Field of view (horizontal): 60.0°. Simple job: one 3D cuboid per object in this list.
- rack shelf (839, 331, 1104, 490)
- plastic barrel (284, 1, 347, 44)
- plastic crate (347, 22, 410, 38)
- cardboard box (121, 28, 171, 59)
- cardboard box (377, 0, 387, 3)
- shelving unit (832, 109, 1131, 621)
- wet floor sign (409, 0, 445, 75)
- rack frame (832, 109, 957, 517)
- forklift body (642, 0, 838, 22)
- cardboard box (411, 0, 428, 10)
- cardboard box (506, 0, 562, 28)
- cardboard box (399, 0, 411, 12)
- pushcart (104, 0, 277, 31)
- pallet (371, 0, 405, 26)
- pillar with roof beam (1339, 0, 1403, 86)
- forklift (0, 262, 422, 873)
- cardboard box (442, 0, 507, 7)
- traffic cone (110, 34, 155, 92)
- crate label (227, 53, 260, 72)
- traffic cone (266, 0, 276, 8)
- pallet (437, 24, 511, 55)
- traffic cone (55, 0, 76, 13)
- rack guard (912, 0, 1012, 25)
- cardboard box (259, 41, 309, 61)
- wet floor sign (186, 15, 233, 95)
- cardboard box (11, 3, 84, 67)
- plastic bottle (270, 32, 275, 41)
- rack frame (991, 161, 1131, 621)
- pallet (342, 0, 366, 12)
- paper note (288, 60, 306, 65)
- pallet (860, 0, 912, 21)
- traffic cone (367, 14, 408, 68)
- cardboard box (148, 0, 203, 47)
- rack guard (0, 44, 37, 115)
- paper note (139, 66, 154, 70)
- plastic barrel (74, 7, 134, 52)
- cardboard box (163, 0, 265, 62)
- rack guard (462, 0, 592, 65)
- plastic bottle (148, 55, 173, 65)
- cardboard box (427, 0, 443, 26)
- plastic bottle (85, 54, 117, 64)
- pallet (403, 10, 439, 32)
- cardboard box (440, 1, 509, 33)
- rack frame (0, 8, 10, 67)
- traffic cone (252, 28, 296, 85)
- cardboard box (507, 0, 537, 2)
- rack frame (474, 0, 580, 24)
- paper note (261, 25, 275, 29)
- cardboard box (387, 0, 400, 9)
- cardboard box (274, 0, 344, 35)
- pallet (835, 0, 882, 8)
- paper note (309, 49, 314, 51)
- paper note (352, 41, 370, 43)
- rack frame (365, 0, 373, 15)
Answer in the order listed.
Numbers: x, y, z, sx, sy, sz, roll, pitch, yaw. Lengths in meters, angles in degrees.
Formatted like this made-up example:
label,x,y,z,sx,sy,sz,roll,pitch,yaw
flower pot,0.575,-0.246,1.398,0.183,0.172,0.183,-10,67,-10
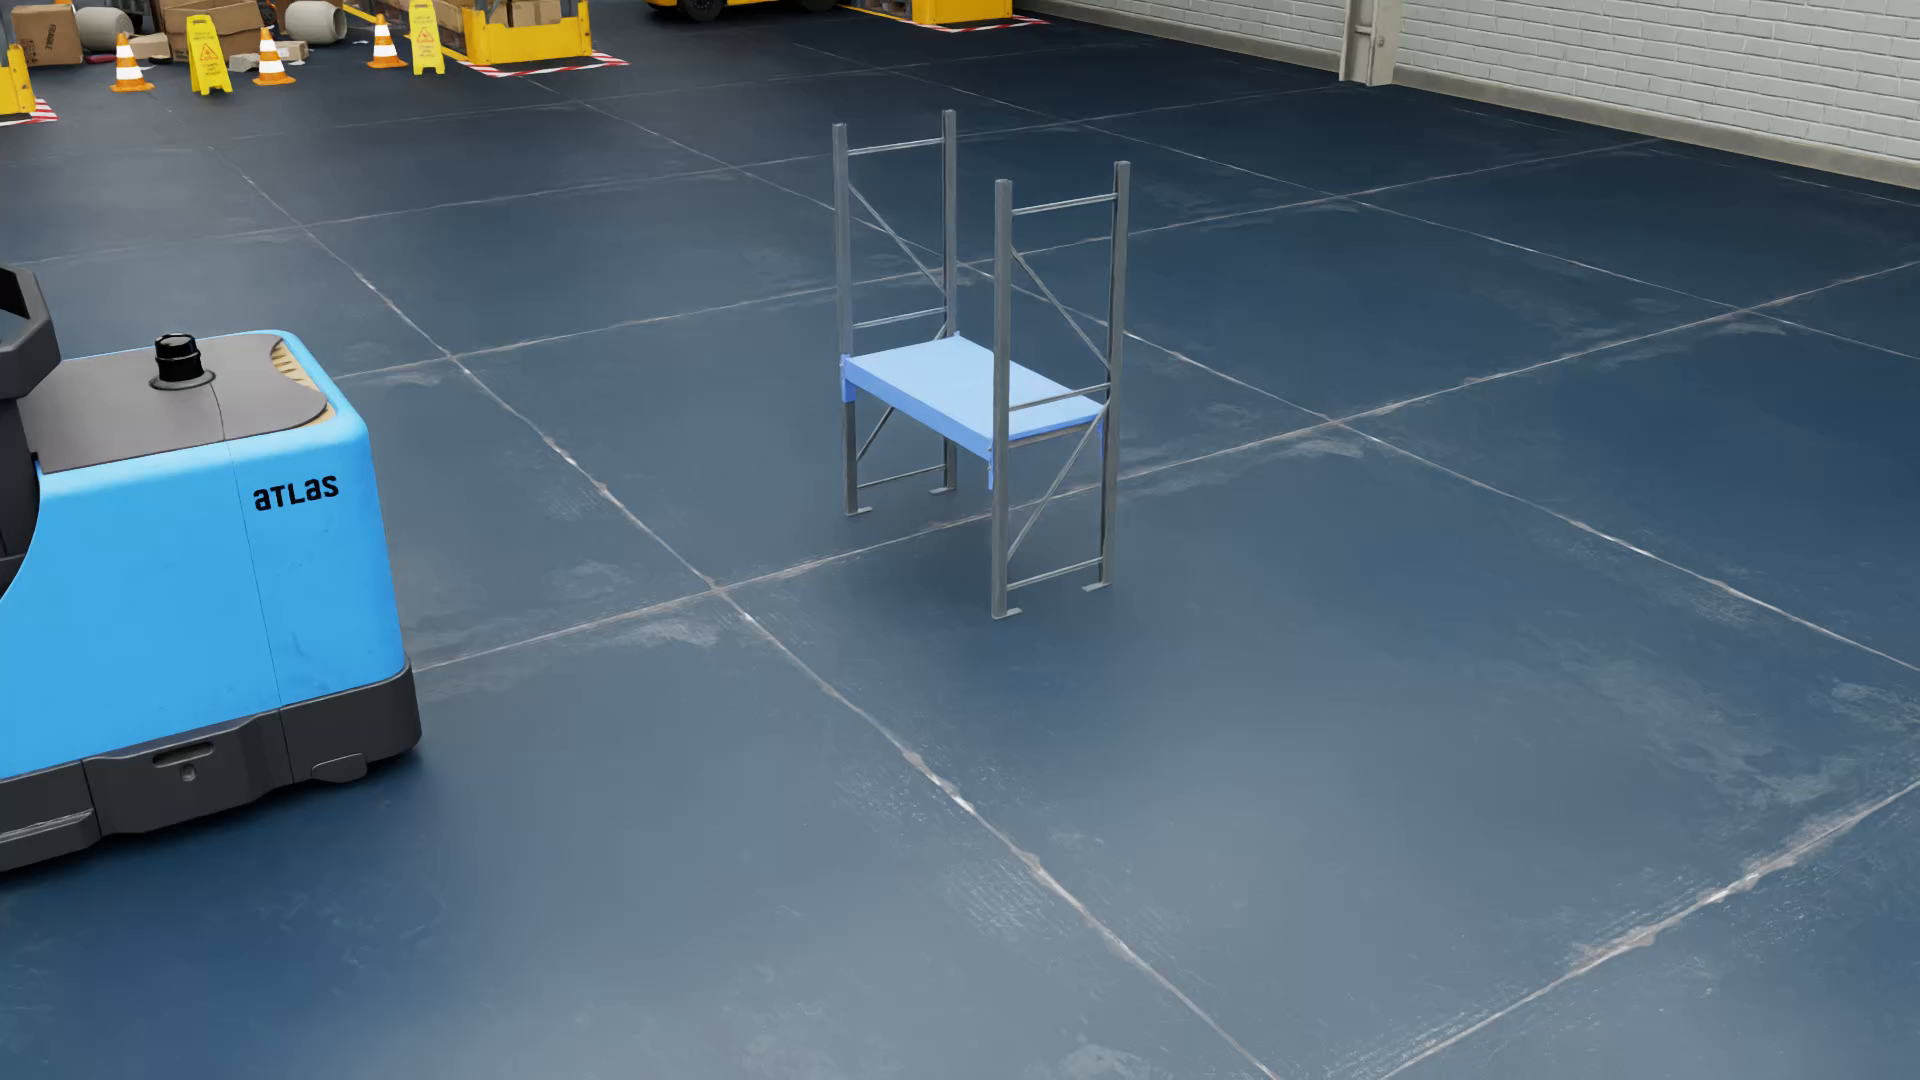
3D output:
label,x,y,z,sx,sy,sz,roll,pitch,yaw
rack shelf,0.047,-0.485,5.942,0.538,0.185,1.000,-16,29,-30
plastic barrel,-6.534,-5.249,16.872,0.512,0.421,0.421,3,25,6
plastic crate,-6.152,-5.386,17.564,0.583,0.080,0.402,18,31,33
cardboard box,-7.933,-4.847,16.206,0.396,0.266,0.258,-10,27,-21
cardboard box,-6.226,-6.131,18.453,0.500,0.250,0.500,-17,30,-32
shelving unit,0.047,-0.648,5.865,0.538,1.500,1.048,-16,29,-30
wet floor sign,-4.931,-4.646,15.335,0.267,0.644,0.232,-6,26,-12
rack frame,-0.231,-0.830,6.250,0.500,1.500,0.032,-16,29,-30
forklift body,-2.545,-7.055,18.675,2.313,2.155,1.214,-16,29,-30
cardboard box,-5.371,-5.574,17.272,0.500,0.250,0.500,-17,30,-31
cardboard box,-4.347,-5.327,16.750,0.500,0.250,0.500,-16,30,-30
cardboard box,-5.633,-5.754,17.653,0.500,0.250,0.500,-16,30,-30
pushcart,-8.205,-5.723,17.932,0.936,0.377,1.648,18,31,33
pallet,-5.926,-5.965,18.639,1.003,0.211,1.213,-16,29,-30
pillar with roof beam,0.062,-7.208,10.979,9.100,9.000,0.400,-16,29,-30
forklift,-3.100,-0.519,3.916,3.031,2.935,1.130,-15,29,-28
cardboard box,-4.794,-5.539,16.320,0.500,0.500,0.500,-15,29,-29
traffic cone,-7.331,-4.212,14.630,0.336,0.463,0.334,-16,29,-30
crate label,-6.679,-4.473,15.564,0.298,0.136,0.250,12,28,24
traffic cone,-8.172,-6.429,19.325,0.336,0.463,0.334,-16,29,-30
pallet,-4.594,-5.093,16.791,1.003,0.211,1.213,-16,29,-30
traffic cone,-9.881,-5.953,18.318,0.336,0.463,0.334,-16,29,-30
rack guard,0.032,-6.047,18.473,1.175,0.500,0.348,-16,29,-30
cardboard box,-6.546,-4.736,16.109,0.380,0.149,0.250,-1,25,-3
wet floor sign,-6.556,-4.224,14.443,0.267,0.644,0.232,-22,33,-38
cardboard box,-8.707,-4.823,15.879,0.500,0.500,0.500,-10,27,-21
plastic bottle,-7.189,-5.231,17.259,0.133,0.061,0.283,-10,27,-21
rack frame,0.324,-0.466,5.480,0.500,1.500,0.032,-16,29,-30
pallet,-6.748,-6.476,19.720,1.003,0.211,1.213,-16,29,-30
paper note,-6.322,-4.559,15.872,0.142,0.019,0.148,18,31,33
pallet,-0.434,-6.189,19.112,1.003,0.211,1.213,-16,29,-30
traffic cone,-5.454,-4.734,15.735,0.336,0.463,0.334,-16,29,-30
cardboard box,-7.736,-5.331,16.794,0.797,0.637,0.503,-16,29,-30
rack guard,-8.217,-3.699,13.500,1.175,0.500,0.348,-16,29,-30
paper note,-7.641,-4.436,15.613,0.144,0.017,0.142,-6,26,-12
plastic barrel,-8.509,-5.055,16.463,0.512,0.421,0.421,3,25,6
cardboard box,-7.218,-4.937,16.119,0.637,0.503,0.797,7,26,15
rack guard,-4.180,-4.925,16.096,1.175,0.500,0.348,-16,29,-30
plastic bottle,-7.672,-4.599,15.921,0.283,0.061,0.133,18,31,33
cardboard box,-5.081,-5.388,16.878,0.500,0.250,0.500,-15,29,-29
plastic bottle,-8.239,-4.628,15.981,0.133,0.061,0.283,18,31,33
pallet,-5.255,-5.529,17.714,1.003,0.211,1.213,-16,29,-30
cardboard box,-4.818,-5.209,16.500,0.500,0.250,0.500,-16,29,-30
rack frame,-8.230,-4.838,12.985,1.000,3.000,0.127,-16,29,-30
traffic cone,-6.198,-4.353,14.930,0.336,0.463,0.334,-16,29,-30
cardboard box,-4.360,-5.675,16.608,0.500,0.500,0.500,-17,30,-31
rack frame,-4.138,-6.028,15.505,1.000,3.000,0.127,-16,29,-30
paper note,-7.462,-5.529,17.926,0.148,0.019,0.142,-16,29,-30
cardboard box,-5.925,-5.943,18.054,0.500,0.250,0.500,-14,29,-27
cardboard box,-6.877,-5.629,17.585,0.500,0.500,0.500,3,25,6
pallet,-1.096,-6.625,20.035,1.003,0.211,1.213,-16,29,-30
paper note,-6.474,-4.892,16.602,0.032,0.001,0.123,-16,29,-30
paper note,-6.132,-5.104,17.026,0.148,0.019,0.142,18,31,33
rack frame,-6.322,-7.458,18.536,1.000,3.000,0.127,-16,29,-30
